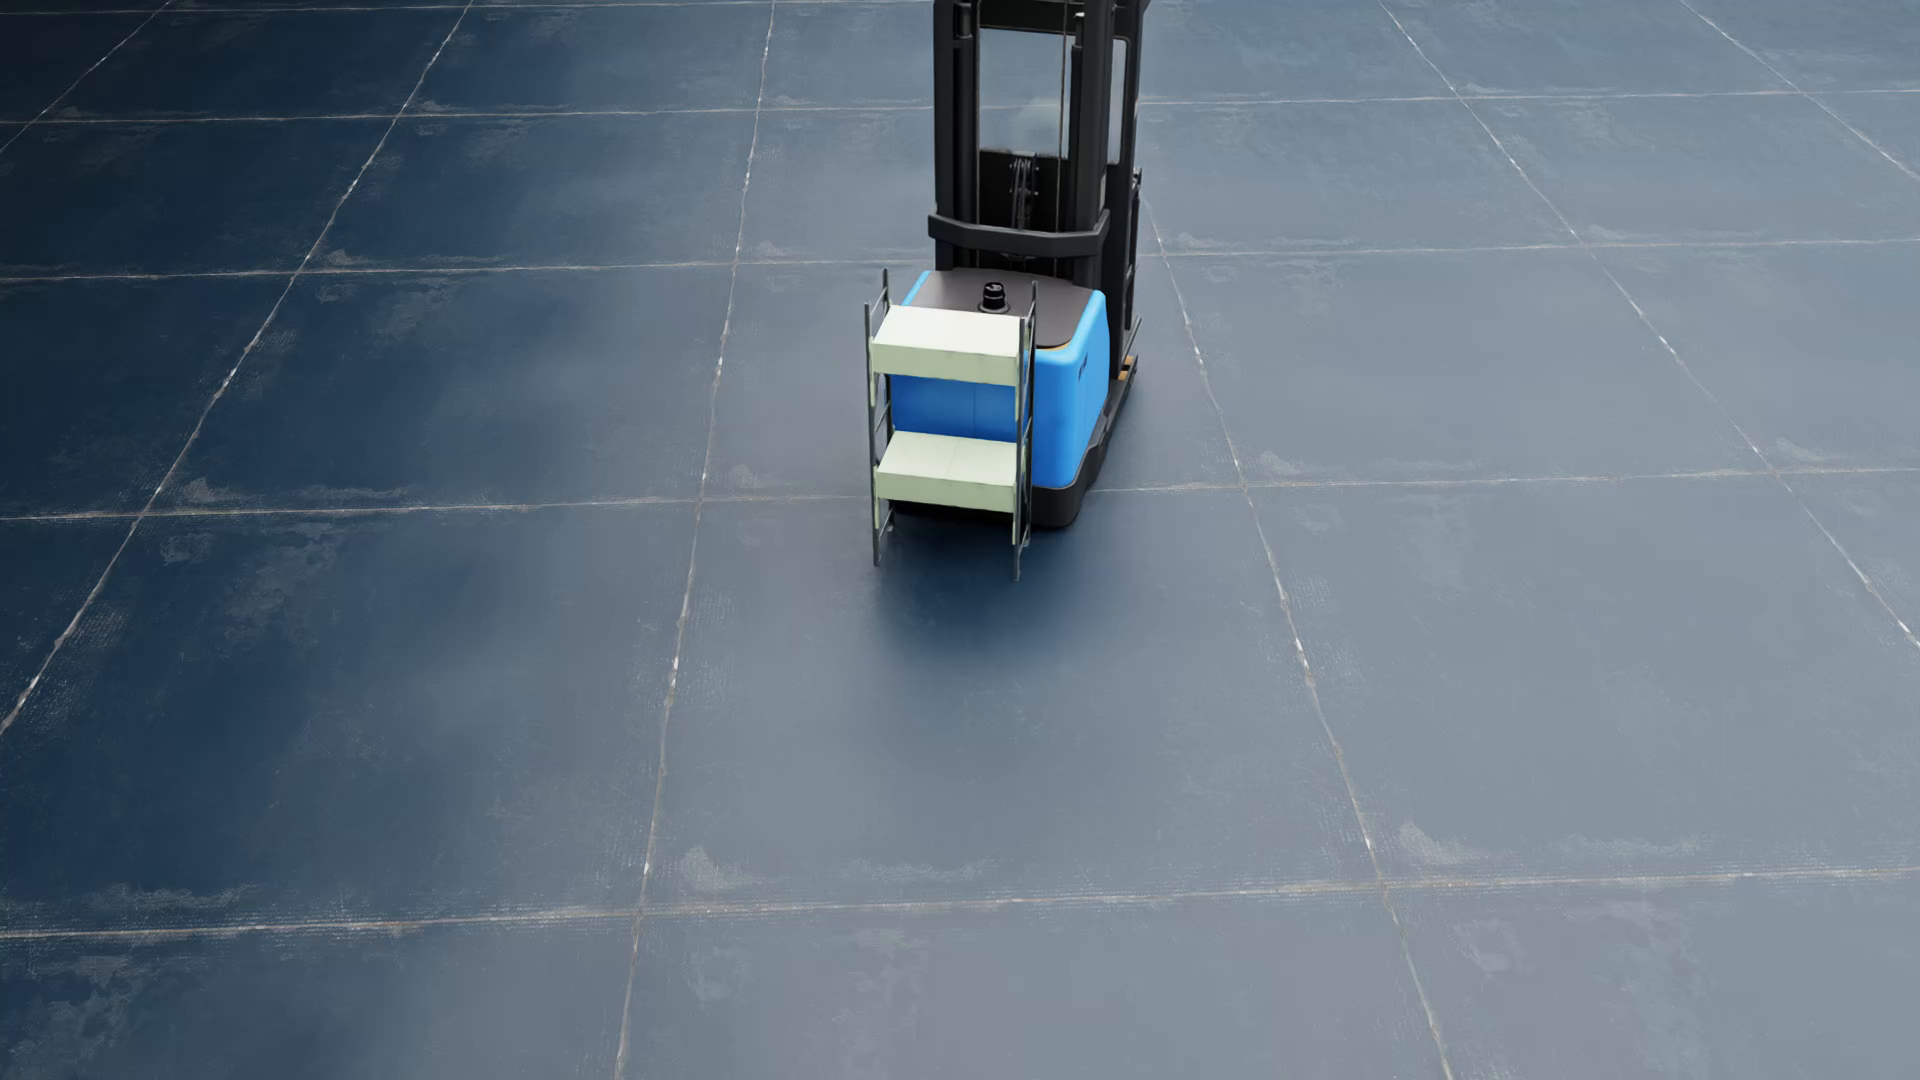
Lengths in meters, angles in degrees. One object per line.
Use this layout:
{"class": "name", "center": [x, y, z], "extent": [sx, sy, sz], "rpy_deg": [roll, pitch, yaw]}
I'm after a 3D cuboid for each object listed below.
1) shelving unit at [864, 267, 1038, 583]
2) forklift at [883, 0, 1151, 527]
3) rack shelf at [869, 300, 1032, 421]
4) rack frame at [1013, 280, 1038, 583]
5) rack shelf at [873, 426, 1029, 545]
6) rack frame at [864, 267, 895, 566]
{"class": "shelving unit", "center": [-0.037, -0.552, 8.265], "extent": [0.755, 1.500, 0.431], "rpy_deg": [6, 35, 9]}
{"class": "forklift", "center": [0.463, -2.110, 9.259], "extent": [1.130, 2.935, 3.031], "rpy_deg": [9, 36, 12]}
{"class": "rack shelf", "center": [-0.037, -0.873, 8.043], "extent": [0.720, 0.370, 0.431], "rpy_deg": [6, 35, 9]}
{"class": "rack frame", "center": [0.322, -0.511, 8.206], "extent": [0.023, 1.500, 0.400], "rpy_deg": [6, 35, 9]}
{"class": "rack shelf", "center": [-0.037, -0.284, 8.451], "extent": [0.720, 0.370, 0.431], "rpy_deg": [6, 35, 9]}
{"class": "rack frame", "center": [-0.396, -0.593, 8.324], "extent": [0.023, 1.500, 0.400], "rpy_deg": [6, 35, 9]}
